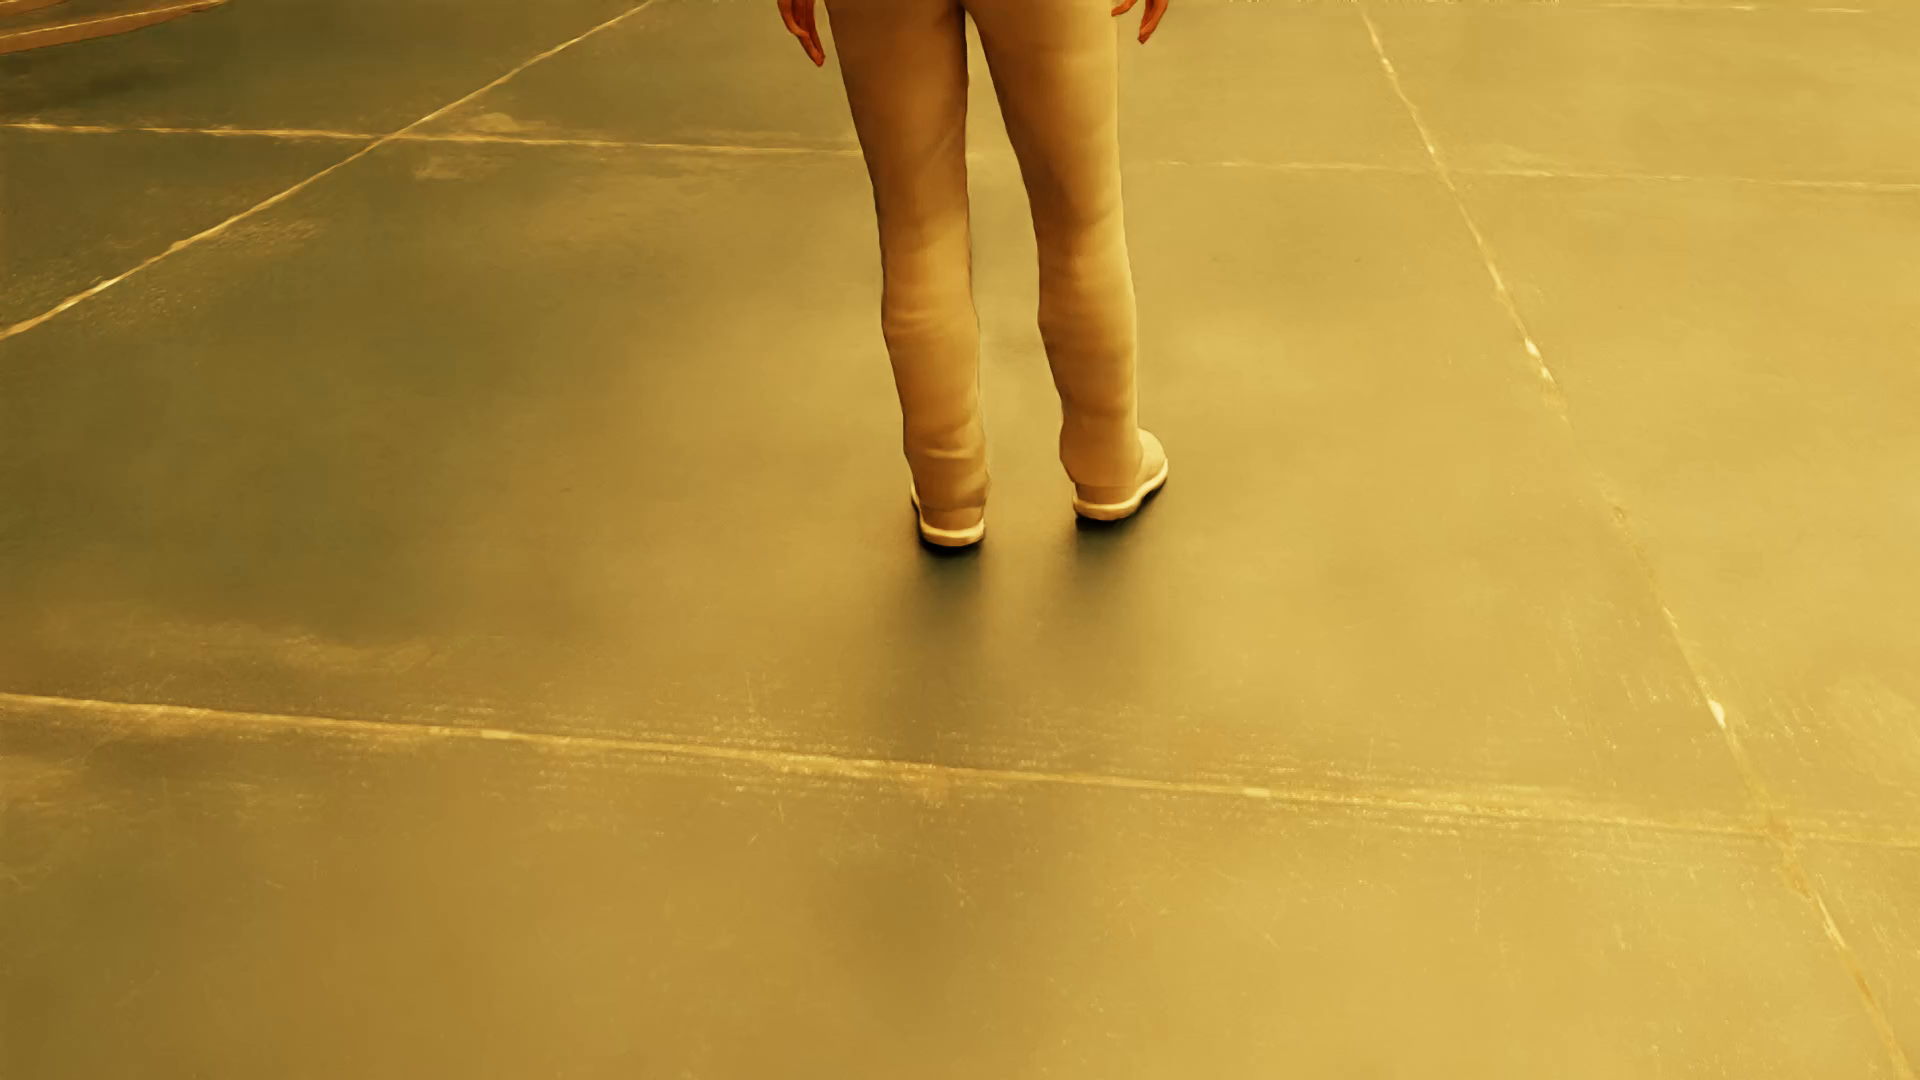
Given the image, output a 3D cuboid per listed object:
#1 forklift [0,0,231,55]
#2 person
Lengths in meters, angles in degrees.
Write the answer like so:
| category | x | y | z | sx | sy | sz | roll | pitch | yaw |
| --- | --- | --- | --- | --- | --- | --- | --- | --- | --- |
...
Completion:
| category | x | y | z | sx | sy | sz | roll | pitch | yaw |
| --- | --- | --- | --- | --- | --- | --- | --- | --- | --- |
| forklift | -3.514 | -2.452 | 4.132 | 1.130 | 2.935 | 3.031 | 13 | 29 | 24 |
| person | 0.029 | -0.798 | 2.183 | 0.570 | 1.695 | 0.527 | 3 | 27 | 7 |
